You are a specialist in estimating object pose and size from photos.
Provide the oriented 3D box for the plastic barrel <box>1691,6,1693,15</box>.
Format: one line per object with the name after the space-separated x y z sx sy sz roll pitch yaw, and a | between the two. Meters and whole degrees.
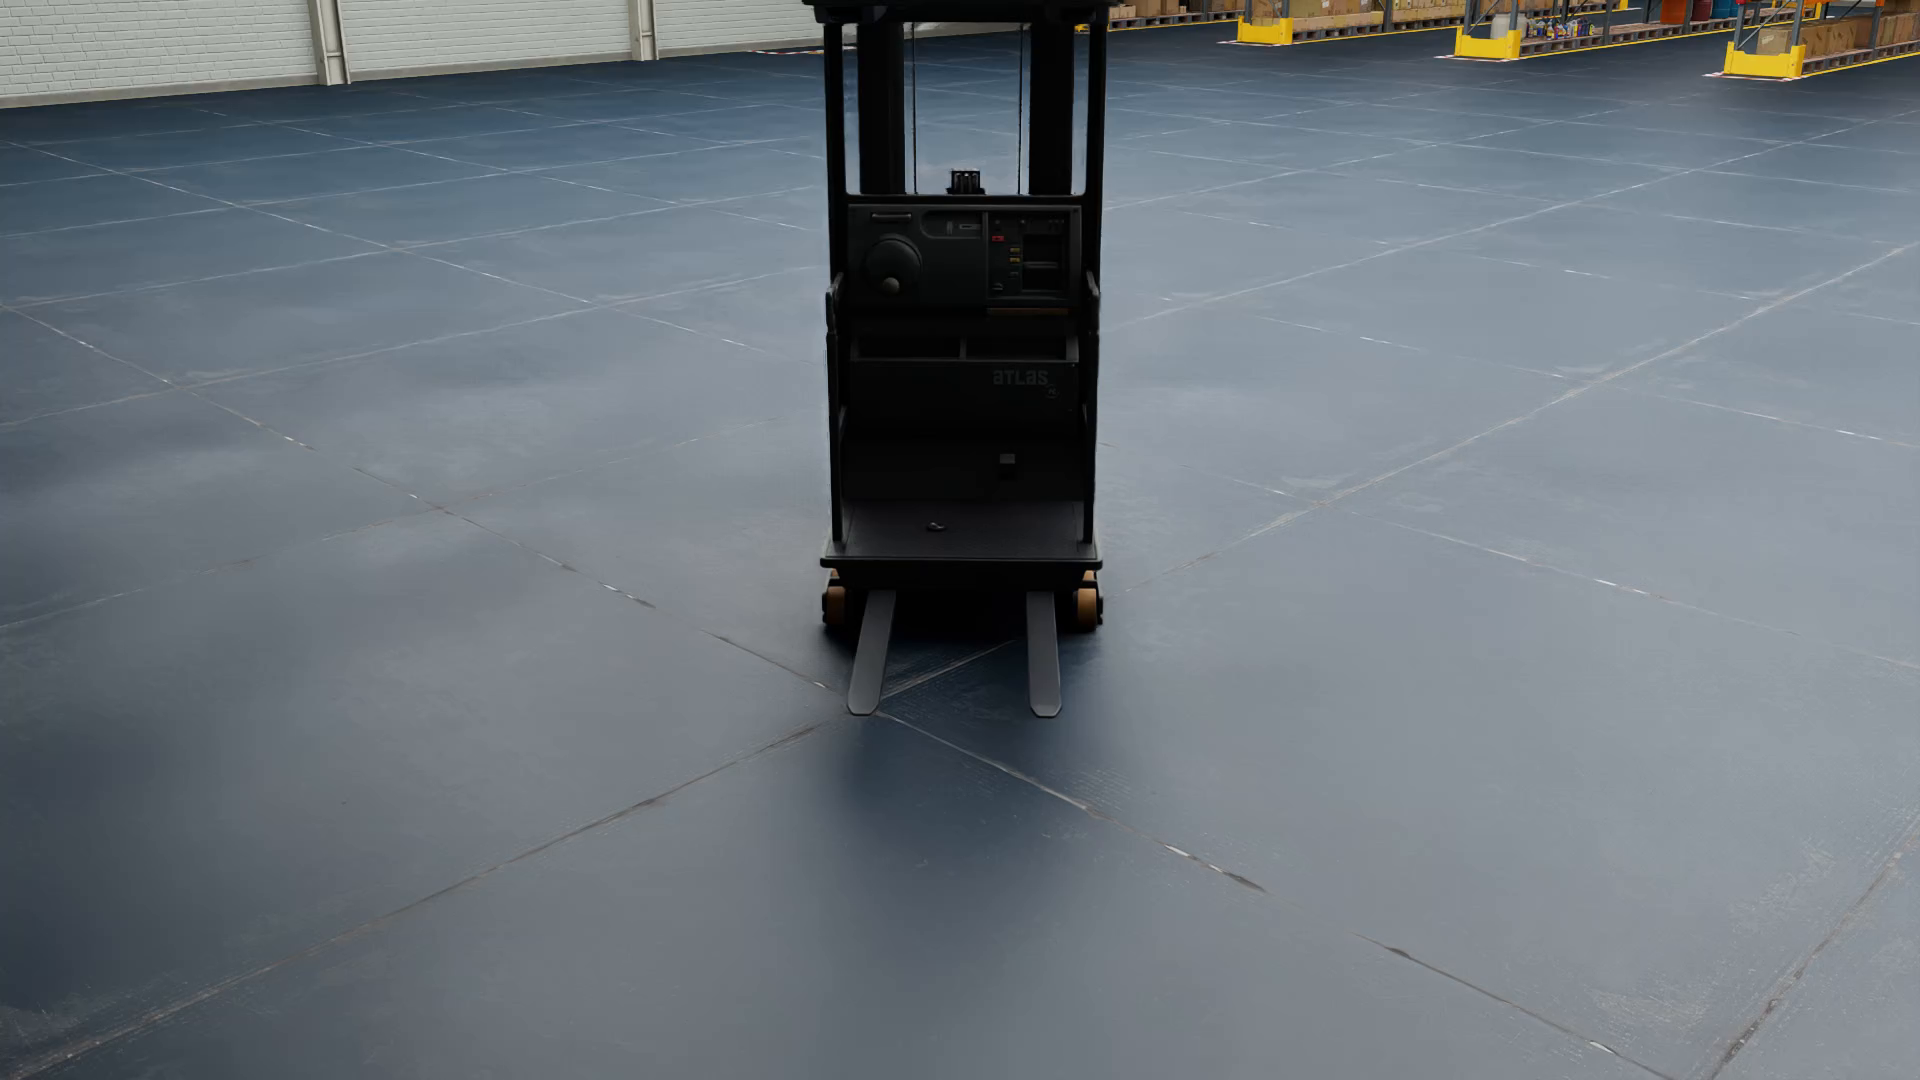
16.068 -11.807 36.994 0.421 0.512 0.421 0 21 0 | plastic barrel

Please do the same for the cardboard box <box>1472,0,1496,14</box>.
12.385 -12.799 39.564 0.500 0.500 0.500 -19 28 -40 | cardboard box

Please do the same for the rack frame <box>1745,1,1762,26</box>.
18.200 -13.503 38.524 1.000 3.000 0.127 19 28 41 | rack frame

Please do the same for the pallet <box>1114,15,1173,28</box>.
4.226 -12.127 38.833 1.003 0.211 1.213 19 28 41 | pallet

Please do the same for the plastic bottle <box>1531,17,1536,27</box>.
11.330 -10.154 32.889 0.144 0.351 0.185 19 28 40 | plastic bottle

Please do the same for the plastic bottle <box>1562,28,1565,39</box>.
11.694 -9.844 32.293 0.097 0.201 0.097 0 21 0 | plastic bottle

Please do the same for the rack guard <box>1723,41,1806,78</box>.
13.430 -8.031 27.772 1.175 0.500 0.348 19 28 41 | rack guard

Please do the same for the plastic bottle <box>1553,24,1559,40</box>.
11.487 -9.797 32.056 0.133 0.283 0.061 -20 28 -41 | plastic bottle

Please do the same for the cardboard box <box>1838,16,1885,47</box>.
16.611 -9.398 30.714 0.700 0.500 0.500 17 27 37 | cardboard box

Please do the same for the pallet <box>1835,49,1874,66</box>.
15.724 -8.723 29.976 1.003 0.211 1.213 19 28 41 | pallet

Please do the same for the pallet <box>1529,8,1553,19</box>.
14.113 -13.223 41.683 1.003 0.211 1.213 19 28 41 | pallet

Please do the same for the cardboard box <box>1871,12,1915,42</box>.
17.736 -9.803 31.769 0.500 0.500 0.700 -17 27 -38 | cardboard box

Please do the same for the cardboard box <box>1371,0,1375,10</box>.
9.149 -12.037 37.176 0.500 0.311 0.500 19 28 41 | cardboard box

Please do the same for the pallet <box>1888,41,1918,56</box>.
17.561 -9.421 31.790 1.003 0.211 1.213 19 28 41 | pallet

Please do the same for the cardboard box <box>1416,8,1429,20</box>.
10.248 -11.906 37.617 0.500 0.250 0.500 18 28 39 | cardboard box

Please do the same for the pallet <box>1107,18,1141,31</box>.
3.375 -11.815 38.021 1.003 0.211 1.213 19 28 41 | pallet

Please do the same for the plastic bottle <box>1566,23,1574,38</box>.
11.901 -9.969 32.514 0.135 0.276 0.152 -20 28 -41 | plastic bottle

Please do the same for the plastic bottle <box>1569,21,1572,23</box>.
12.118 -10.124 32.916 0.152 0.276 0.135 19 28 41 | plastic bottle

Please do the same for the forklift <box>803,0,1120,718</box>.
0.014 -1.127 6.422 1.130 2.935 3.031 0 21 1 | forklift

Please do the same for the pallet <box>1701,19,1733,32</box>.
16.780 -11.698 37.715 1.003 0.211 1.213 19 28 41 | pallet

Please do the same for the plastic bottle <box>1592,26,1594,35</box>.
12.589 -10.174 33.151 0.097 0.201 0.097 0 21 0 | plastic bottle

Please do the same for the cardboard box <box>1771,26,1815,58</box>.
14.217 -8.526 28.475 0.500 0.500 0.500 -12 24 -28 | cardboard box

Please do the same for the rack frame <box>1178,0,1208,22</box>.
5.521 -13.926 39.624 1.000 3.000 0.127 19 28 41 | rack frame

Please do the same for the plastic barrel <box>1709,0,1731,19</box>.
17.314 -12.402 37.998 0.600 0.901 0.708 19 28 41 | plastic barrel

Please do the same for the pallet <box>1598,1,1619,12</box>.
16.835 -14.245 44.342 1.003 0.211 1.213 19 28 41 | pallet

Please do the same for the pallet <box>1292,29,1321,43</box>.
6.785 -10.564 34.765 1.003 0.211 1.213 19 28 41 | pallet

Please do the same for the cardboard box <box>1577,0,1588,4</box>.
15.960 -14.268 43.380 0.797 0.503 0.637 19 28 41 | cardboard box

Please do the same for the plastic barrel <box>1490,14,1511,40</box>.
10.233 -9.641 31.359 0.421 0.512 0.421 0 21 0 | plastic barrel

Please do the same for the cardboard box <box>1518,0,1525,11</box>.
13.460 -13.198 40.603 0.500 0.500 0.500 18 27 39 | cardboard box

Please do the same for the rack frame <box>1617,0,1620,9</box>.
17.444 -15.771 44.427 1.000 3.000 0.127 19 28 41 | rack frame

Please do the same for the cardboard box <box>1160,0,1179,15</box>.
4.825 -12.687 39.274 0.500 0.500 0.500 17 27 37 | cardboard box

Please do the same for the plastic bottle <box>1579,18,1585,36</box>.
12.242 -10.128 32.823 0.144 0.351 0.185 18 27 38 | plastic bottle

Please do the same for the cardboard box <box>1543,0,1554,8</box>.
14.514 -13.583 41.604 0.500 0.500 0.500 19 28 40 | cardboard box

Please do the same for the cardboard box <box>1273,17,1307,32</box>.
6.815 -10.653 34.358 0.500 0.250 0.500 19 28 41 | cardboard box

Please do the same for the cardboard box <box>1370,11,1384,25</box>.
8.905 -11.425 36.367 0.500 0.250 0.500 19 28 41 | cardboard box

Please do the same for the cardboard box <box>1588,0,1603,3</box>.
16.557 -14.255 43.701 0.500 0.250 0.500 19 28 41 | cardboard box

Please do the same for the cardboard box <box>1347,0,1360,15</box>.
8.202 -11.520 35.569 0.500 0.500 0.500 19 28 41 | cardboard box

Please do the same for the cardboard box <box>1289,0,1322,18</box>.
7.163 -11.132 34.559 0.500 0.500 0.500 19 28 41 | cardboard box

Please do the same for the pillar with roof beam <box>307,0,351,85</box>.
-6.874 -10.390 22.063 9.100 9.000 0.400 19 28 41 | pillar with roof beam

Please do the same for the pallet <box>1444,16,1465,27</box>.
11.261 -12.212 39.052 1.003 0.211 1.213 19 28 41 | pallet

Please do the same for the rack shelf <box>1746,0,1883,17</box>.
14.772 -9.357 28.740 1.077 0.370 4.000 19 28 41 | rack shelf

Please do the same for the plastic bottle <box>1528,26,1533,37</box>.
11.190 -9.966 32.610 0.097 0.201 0.097 0 21 0 | plastic bottle

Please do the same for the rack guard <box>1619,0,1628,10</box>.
17.391 -14.585 44.824 1.175 0.500 0.348 19 28 41 | rack guard

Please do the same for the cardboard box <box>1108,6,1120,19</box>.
3.277 -12.003 37.757 0.500 0.311 0.500 15 26 35 | cardboard box

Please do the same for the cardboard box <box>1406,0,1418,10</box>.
9.892 -12.032 37.164 0.500 0.311 0.500 19 28 40 | cardboard box

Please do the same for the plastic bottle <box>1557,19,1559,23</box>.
11.953 -10.295 33.351 0.061 0.283 0.133 19 28 41 | plastic bottle

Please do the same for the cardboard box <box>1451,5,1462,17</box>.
11.313 -12.298 38.637 0.500 0.250 0.500 19 28 40 | cardboard box

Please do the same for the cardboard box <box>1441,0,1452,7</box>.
10.962 -12.429 38.196 0.500 0.311 0.500 19 28 40 | cardboard box

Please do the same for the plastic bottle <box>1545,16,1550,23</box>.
11.758 -10.311 33.300 0.185 0.351 0.144 -19 28 -41 | plastic bottle

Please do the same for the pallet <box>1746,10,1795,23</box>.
19.536 -12.715 40.361 1.003 0.211 1.213 19 28 41 | pallet

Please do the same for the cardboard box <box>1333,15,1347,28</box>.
7.863 -11.039 35.360 0.500 0.250 0.500 19 28 41 | cardboard box

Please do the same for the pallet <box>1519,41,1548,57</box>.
10.418 -9.355 31.620 1.003 0.211 1.213 19 28 41 | pallet

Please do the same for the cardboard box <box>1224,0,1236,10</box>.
6.347 -13.303 40.875 0.700 0.500 0.500 19 28 40 | cardboard box

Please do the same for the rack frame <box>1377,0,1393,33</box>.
9.072 -12.687 36.401 1.000 3.000 0.127 19 28 41 | rack frame

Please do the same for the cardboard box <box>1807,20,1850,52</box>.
15.466 -8.994 29.692 0.500 0.500 0.500 -11 23 -25 | cardboard box

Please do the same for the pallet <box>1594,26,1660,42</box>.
13.990 -10.671 35.044 1.003 0.211 1.213 19 28 41 | pallet
